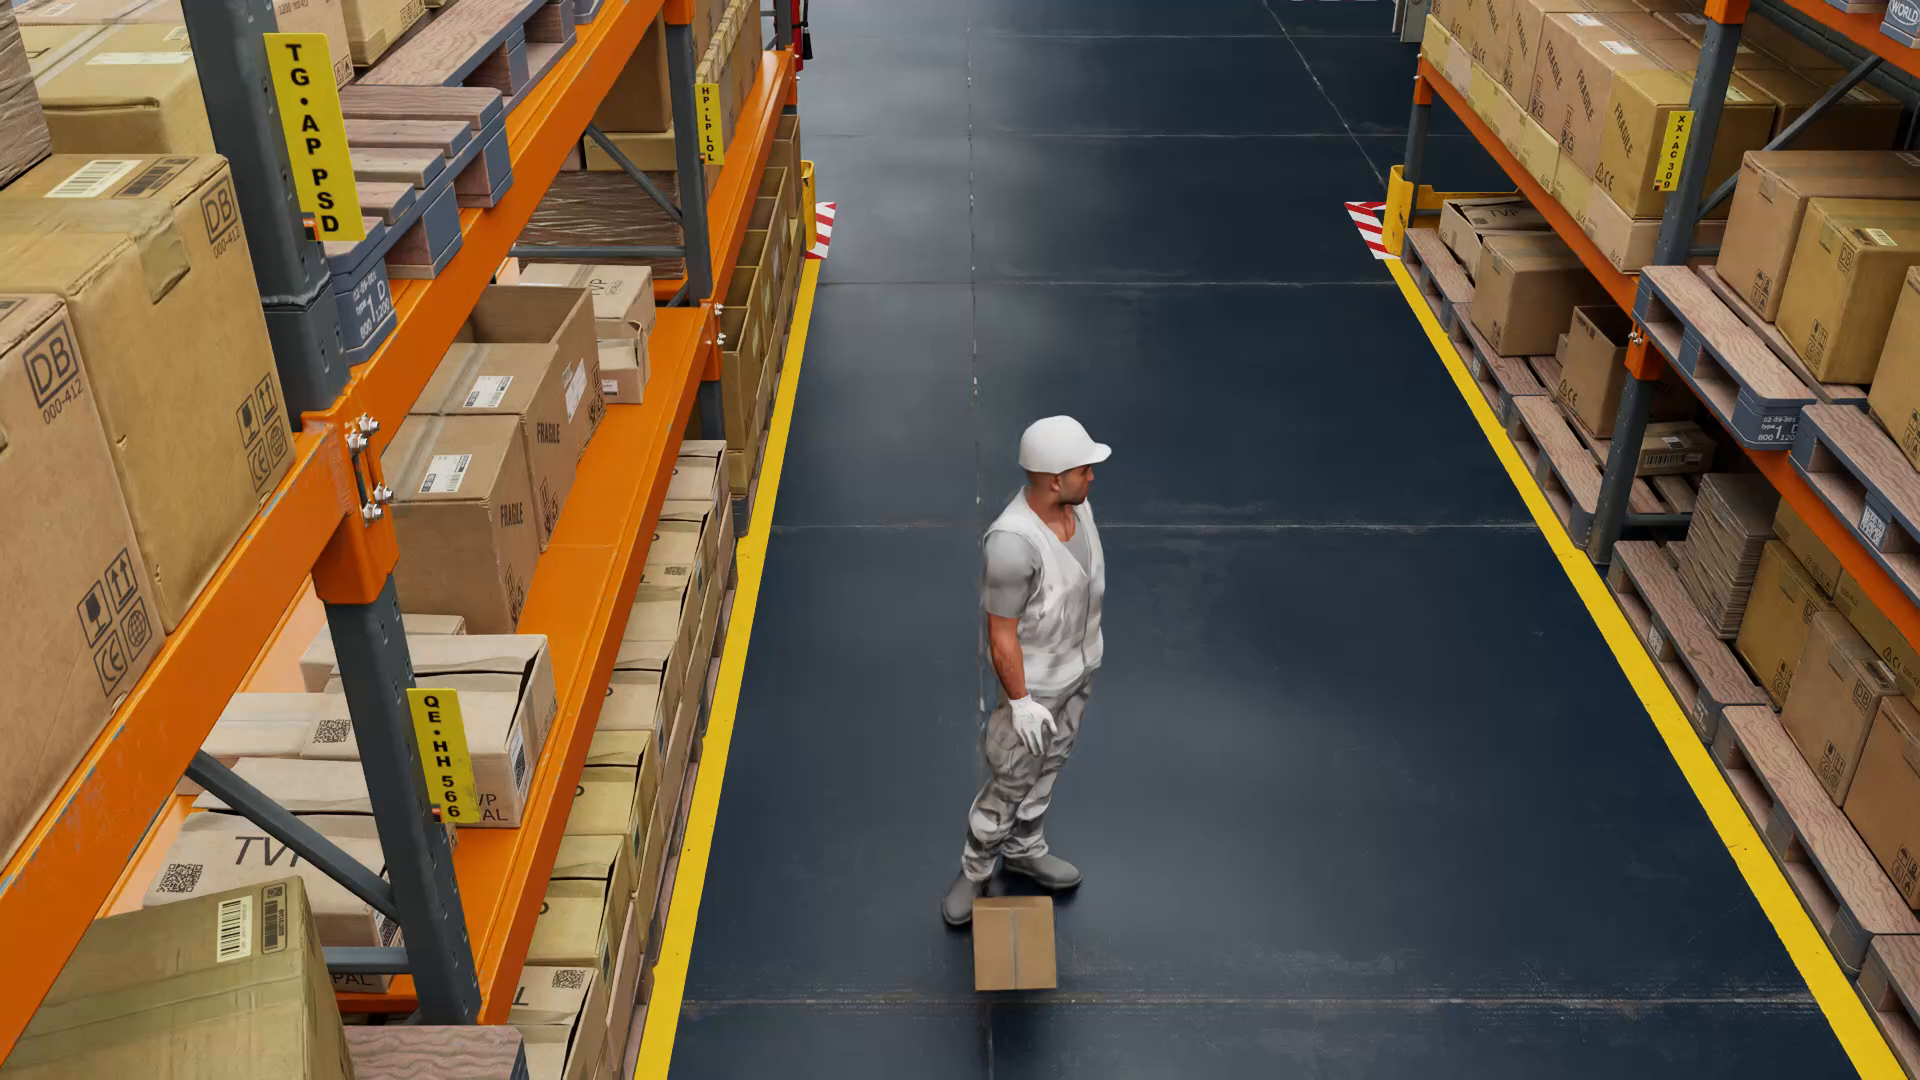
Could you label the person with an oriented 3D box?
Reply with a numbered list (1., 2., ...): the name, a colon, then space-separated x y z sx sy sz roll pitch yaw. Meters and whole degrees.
1. person: 0.233 0.439 5.353 0.418 1.787 0.660 21 37 31
